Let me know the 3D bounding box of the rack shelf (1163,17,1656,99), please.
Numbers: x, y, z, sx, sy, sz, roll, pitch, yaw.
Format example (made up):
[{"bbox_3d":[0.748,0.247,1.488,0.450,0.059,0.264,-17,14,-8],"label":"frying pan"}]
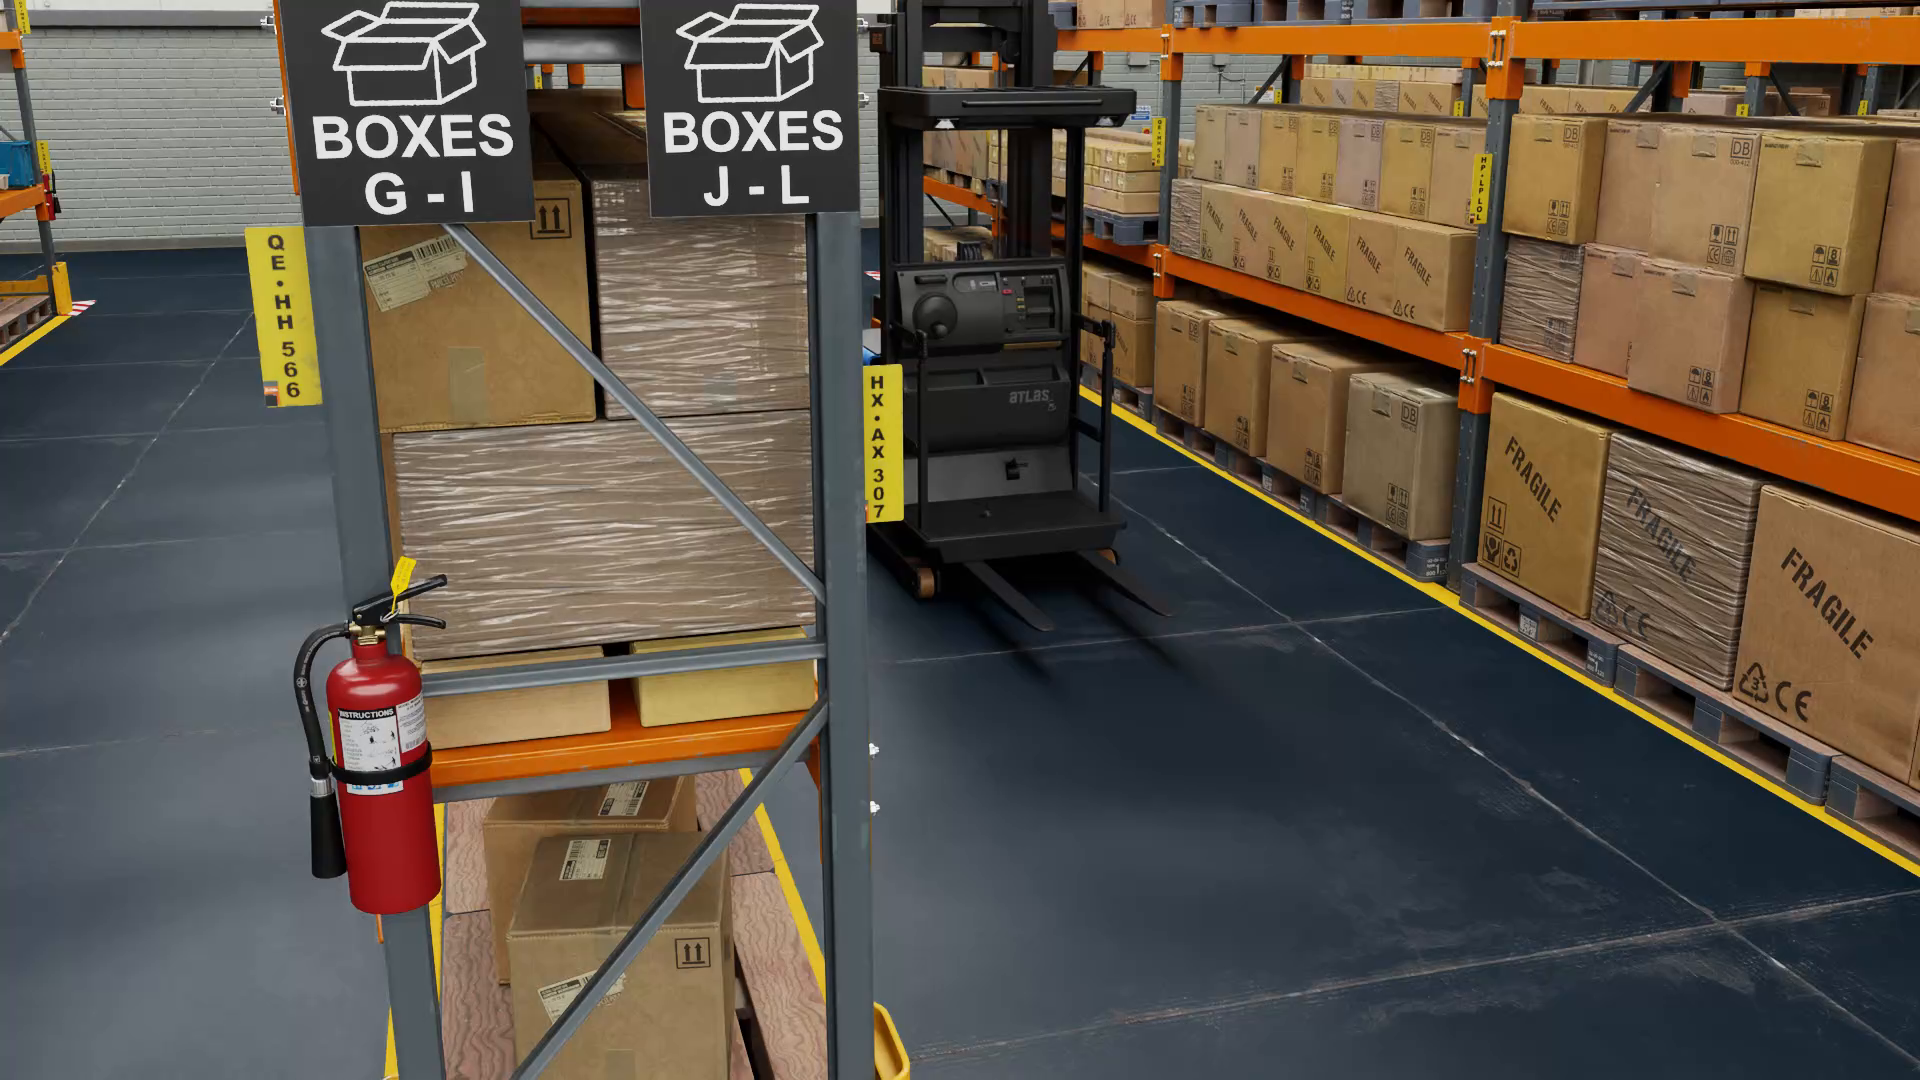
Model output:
[{"bbox_3d":[2.461,-2.852,9.769,1.077,0.370,4.000,-5,17,-15],"label":"rack shelf"}]

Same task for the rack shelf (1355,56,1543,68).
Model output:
[{"bbox_3d":[4.994,-5.484,18.532,1.077,0.370,4.000,-5,17,-15],"label":"rack shelf"}]

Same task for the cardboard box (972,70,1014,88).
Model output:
[{"bbox_3d":[0.423,-4.197,15.783,0.500,0.500,0.500,-5,18,-17],"label":"cardboard box"}]

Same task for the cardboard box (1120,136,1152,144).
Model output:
[{"bbox_3d":[1.543,-3.255,13.746,0.380,0.149,0.250,-5,17,-16],"label":"cardboard box"}]

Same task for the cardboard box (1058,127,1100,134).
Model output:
[{"bbox_3d":[1.110,-3.690,15.194,0.380,0.149,0.250,-4,17,-13],"label":"cardboard box"}]

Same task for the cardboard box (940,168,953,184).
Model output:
[{"bbox_3d":[0.010,-3.787,17.280,0.380,0.149,0.250,-4,17,-14],"label":"cardboard box"}]

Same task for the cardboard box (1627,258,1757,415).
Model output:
[{"bbox_3d":[3.332,-0.868,6.868,0.875,0.550,0.550,-5,17,-15],"label":"cardboard box"}]

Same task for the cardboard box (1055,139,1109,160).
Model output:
[{"bbox_3d":[0.983,-3.136,13.351,0.380,0.149,0.250,-4,17,-13],"label":"cardboard box"}]

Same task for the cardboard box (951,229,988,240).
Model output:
[{"bbox_3d":[0.116,-3.446,18.902,0.380,0.149,0.250,-4,17,-14],"label":"cardboard box"}]

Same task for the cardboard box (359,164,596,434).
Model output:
[{"bbox_3d":[-1.075,-0.538,3.600,0.500,0.500,0.500,-5,17,-15],"label":"cardboard box"}]

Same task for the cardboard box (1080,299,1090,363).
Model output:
[{"bbox_3d":[1.179,-1.767,13.737,0.500,0.500,0.500,-6,18,-18],"label":"cardboard box"}]

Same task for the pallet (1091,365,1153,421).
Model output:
[{"bbox_3d":[1.698,-1.194,13.060,1.003,0.211,1.213,-5,17,-15],"label":"pallet"}]

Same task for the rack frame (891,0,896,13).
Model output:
[{"bbox_3d":[-0.287,-7.399,18.442,1.000,3.000,0.127,-5,17,-15],"label":"rack frame"}]

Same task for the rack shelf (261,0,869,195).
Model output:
[{"bbox_3d":[-1.236,-1.381,4.873,1.077,0.370,4.000,-5,17,-15],"label":"rack shelf"}]

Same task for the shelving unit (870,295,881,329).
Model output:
[{"bbox_3d":[-0.364,-0.890,10.330,0.258,1.200,0.503,-5,18,-18],"label":"shelving unit"}]

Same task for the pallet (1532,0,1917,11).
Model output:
[{"bbox_3d":[3.226,-2.374,7.080,1.003,0.211,1.213,-5,17,-15],"label":"pallet"}]

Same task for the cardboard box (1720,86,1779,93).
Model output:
[{"bbox_3d":[9.495,-5.207,20.012,0.500,0.500,0.500,-4,17,-14],"label":"cardboard box"}]

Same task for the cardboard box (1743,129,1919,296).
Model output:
[{"bbox_3d":[3.512,-1.242,6.234,0.875,0.550,0.500,-5,17,-15],"label":"cardboard box"}]

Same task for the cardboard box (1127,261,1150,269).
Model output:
[{"bbox_3d":[1.692,-2.164,13.755,0.500,0.250,0.500,-5,17,-15],"label":"cardboard box"}]

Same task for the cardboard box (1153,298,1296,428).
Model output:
[{"bbox_3d":[1.992,-1.261,11.617,1.050,0.750,0.750,-5,17,-16],"label":"cardboard box"}]

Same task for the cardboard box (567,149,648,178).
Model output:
[{"bbox_3d":[-0.706,-0.718,4.199,0.500,0.500,0.500,-5,17,-15],"label":"cardboard box"}]

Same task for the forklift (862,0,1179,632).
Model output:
[{"bbox_3d":[0.198,-1.233,8.463,1.130,2.935,3.031,-5,18,-18],"label":"forklift"}]

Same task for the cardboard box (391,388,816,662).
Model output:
[{"bbox_3d":[-0.811,-0.081,3.816,0.875,0.500,0.500,-5,17,-15],"label":"cardboard box"}]

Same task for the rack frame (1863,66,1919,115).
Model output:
[{"bbox_3d":[10.316,-4.232,18.328,1.000,3.000,0.127,-5,17,-15],"label":"rack frame"}]

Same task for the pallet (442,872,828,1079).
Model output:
[{"bbox_3d":[-0.897,1.351,4.588,1.003,0.211,1.213,-5,17,-15],"label":"pallet"}]

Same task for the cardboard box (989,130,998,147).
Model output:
[{"bbox_3d":[0.478,-3.640,15.028,0.380,0.149,0.250,-4,17,-12],"label":"cardboard box"}]

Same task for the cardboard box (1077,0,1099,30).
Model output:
[{"bbox_3d":[1.227,-4.211,12.870,0.500,0.500,0.500,-5,17,-15],"label":"cardboard box"}]

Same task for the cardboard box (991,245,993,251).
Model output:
[{"bbox_3d":[0.542,-3.015,17.466,0.380,0.149,0.250,-5,18,-18],"label":"cardboard box"}]

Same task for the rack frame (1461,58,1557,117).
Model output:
[{"bbox_3d":[5.544,-3.839,17.018,1.000,3.000,0.127,-5,17,-15],"label":"rack frame"}]

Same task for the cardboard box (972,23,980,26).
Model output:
[{"bbox_3d":[0.418,-4.899,15.593,0.500,0.250,0.500,-4,17,-14],"label":"cardboard box"}]

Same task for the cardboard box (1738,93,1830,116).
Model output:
[{"bbox_3d":[6.743,-3.415,13.695,0.500,0.500,0.500,-5,18,-17],"label":"cardboard box"}]

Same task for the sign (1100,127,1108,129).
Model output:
[{"bbox_3d":[1.345,-4.019,15.605,0.100,0.325,0.005,-5,17,-15],"label":"sign"}]

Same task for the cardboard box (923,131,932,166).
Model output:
[{"bbox_3d":[-0.135,-4.288,17.822,0.500,0.500,0.500,-4,17,-15],"label":"cardboard box"}]

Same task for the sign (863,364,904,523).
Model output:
[{"bbox_3d":[-0.165,-0.194,3.378,0.100,0.325,0.005,-5,17,-15],"label":"sign"}]

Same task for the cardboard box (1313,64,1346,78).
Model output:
[{"bbox_3d":[4.378,-5.515,19.558,0.380,0.149,0.250,-4,17,-14],"label":"cardboard box"}]

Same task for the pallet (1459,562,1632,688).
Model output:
[{"bbox_3d":[3.145,0.345,7.936,1.003,0.211,1.213,-5,17,-15],"label":"pallet"}]

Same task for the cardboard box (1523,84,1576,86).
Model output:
[{"bbox_3d":[5.908,-4.262,16.514,0.500,0.500,0.500,-4,17,-13],"label":"cardboard box"}]

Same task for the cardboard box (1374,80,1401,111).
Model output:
[{"bbox_3d":[4.868,-4.755,18.157,0.500,0.500,0.500,-4,17,-15],"label":"cardboard box"}]

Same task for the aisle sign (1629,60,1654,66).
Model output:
[{"bbox_3d":[8.915,-6.579,21.623,0.394,0.787,0.004,-5,17,-15],"label":"aisle sign"}]

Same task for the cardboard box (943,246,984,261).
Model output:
[{"bbox_3d":[0.035,-2.973,17.327,0.380,0.149,0.250,-5,18,-17],"label":"cardboard box"}]

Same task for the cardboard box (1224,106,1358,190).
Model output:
[{"bbox_3d":[2.166,-2.575,10.899,0.700,0.500,0.500,-5,17,-16],"label":"cardboard box"}]

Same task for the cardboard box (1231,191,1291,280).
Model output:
[{"bbox_3d":[2.056,-1.936,10.508,0.500,0.500,0.500,-5,17,-15],"label":"cardboard box"}]

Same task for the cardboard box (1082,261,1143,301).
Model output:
[{"bbox_3d":[1.198,-2.125,13.625,0.500,0.250,0.500,-4,17,-14],"label":"cardboard box"}]

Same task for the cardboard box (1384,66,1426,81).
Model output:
[{"bbox_3d":[4.863,-5.095,18.160,0.380,0.149,0.250,-5,17,-16],"label":"cardboard box"}]

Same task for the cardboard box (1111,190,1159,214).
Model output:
[{"bbox_3d":[1.334,-2.494,12.248,0.380,0.149,0.250,-4,17,-14],"label":"cardboard box"}]

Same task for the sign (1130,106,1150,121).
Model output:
[{"bbox_3d":[2.809,-6.646,25.892,0.327,0.218,0.001,-5,17,-15],"label":"sign"}]

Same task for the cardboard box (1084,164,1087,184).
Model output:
[{"bbox_3d":[1.120,-2.853,12.924,0.380,0.149,0.250,-5,17,-15],"label":"cardboard box"}]

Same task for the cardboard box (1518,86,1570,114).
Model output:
[{"bbox_3d":[5.555,-4.083,15.918,0.500,0.500,0.500,-5,17,-16],"label":"cardboard box"}]

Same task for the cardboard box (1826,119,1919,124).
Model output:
[{"bbox_3d":[6.694,-2.838,12.264,0.500,0.500,0.500,-4,17,-12],"label":"cardboard box"}]

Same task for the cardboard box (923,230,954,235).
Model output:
[{"bbox_3d":[-0.278,-3.408,18.775,0.380,0.149,0.250,-4,17,-14],"label":"cardboard box"}]

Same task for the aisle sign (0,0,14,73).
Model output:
[{"bbox_3d":[-9.584,-5.058,16.559,0.394,0.787,0.004,-5,17,-15],"label":"aisle sign"}]

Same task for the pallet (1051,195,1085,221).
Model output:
[{"bbox_3d":[1.328,-2.766,13.778,1.003,0.211,1.213,-5,17,-15],"label":"pallet"}]
